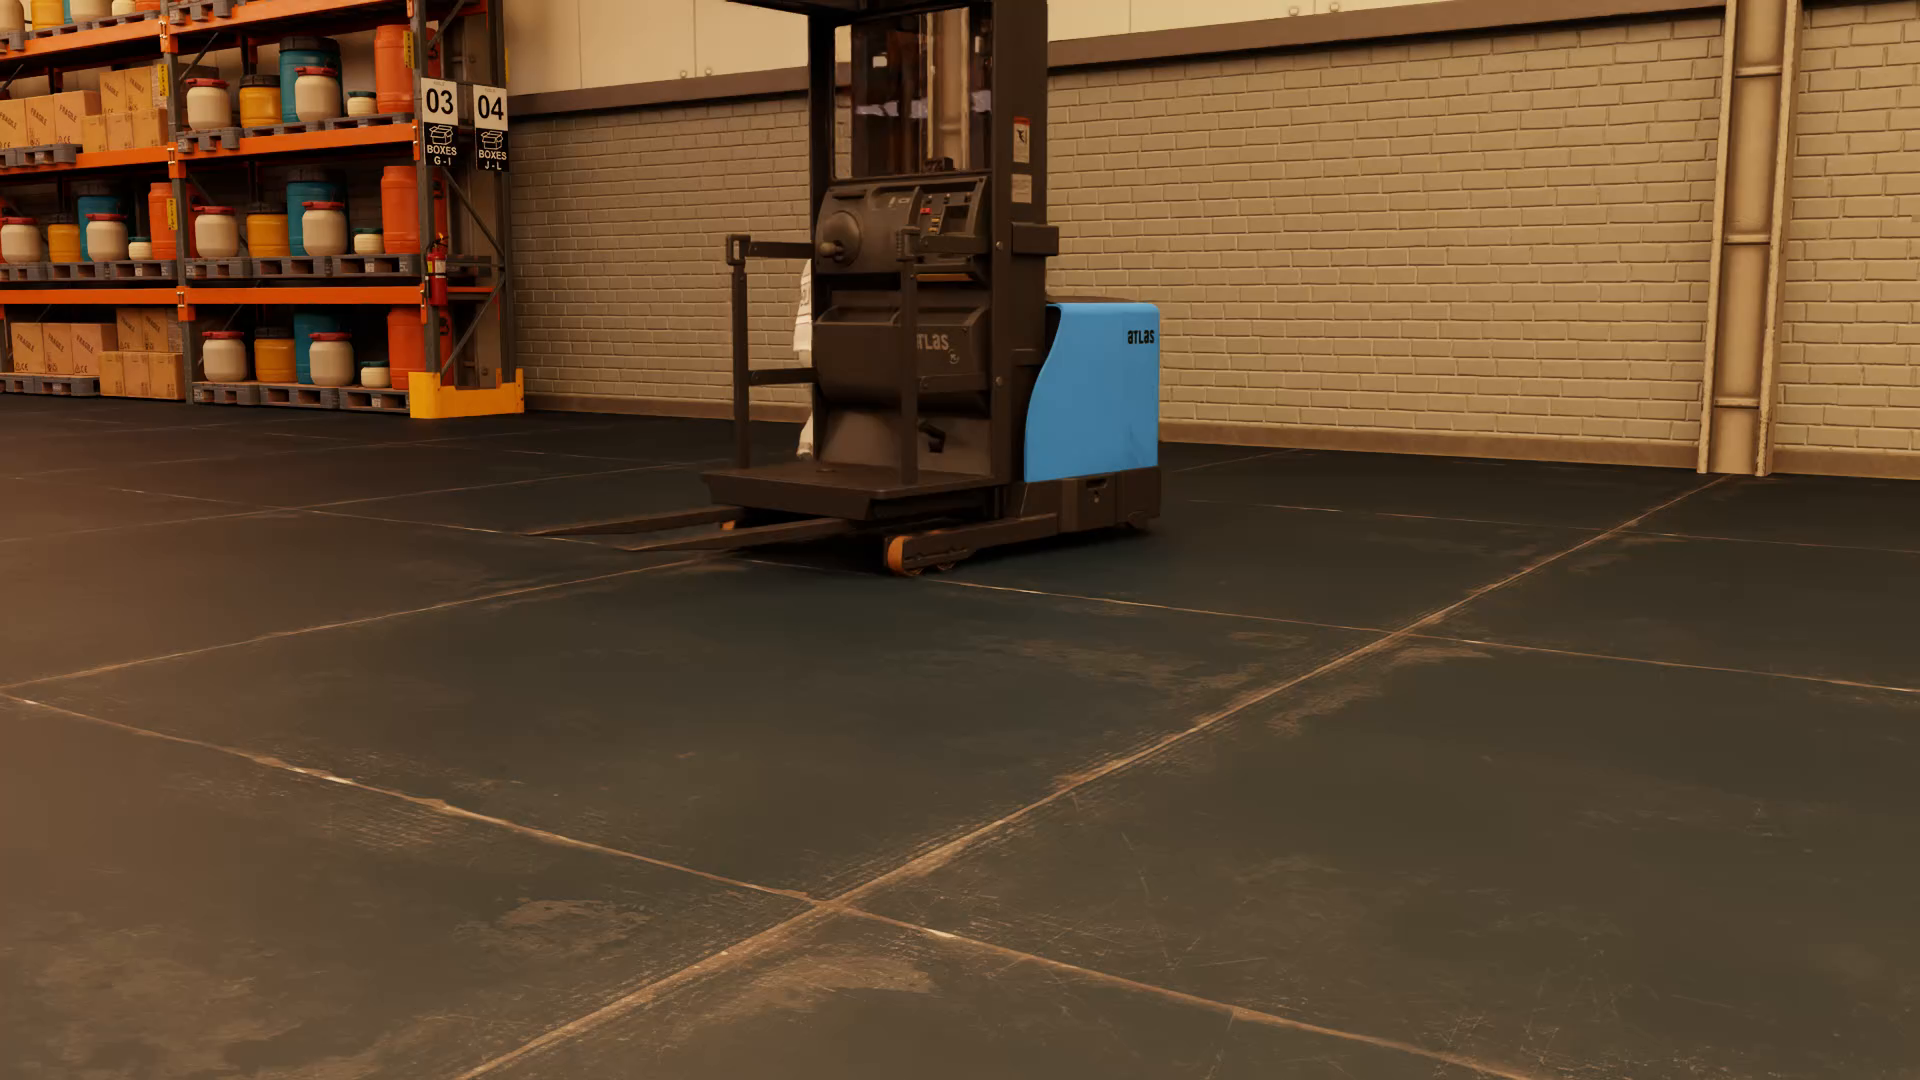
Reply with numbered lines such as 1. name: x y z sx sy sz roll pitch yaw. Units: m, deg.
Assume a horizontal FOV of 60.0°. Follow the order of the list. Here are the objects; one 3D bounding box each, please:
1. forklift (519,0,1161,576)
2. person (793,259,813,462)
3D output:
1. forklift: -0.399 -1.386 6.939 1.130 2.935 3.031 7 11 41
2. person: -0.656 -1.218 10.384 0.878 1.640 0.853 8 11 44
